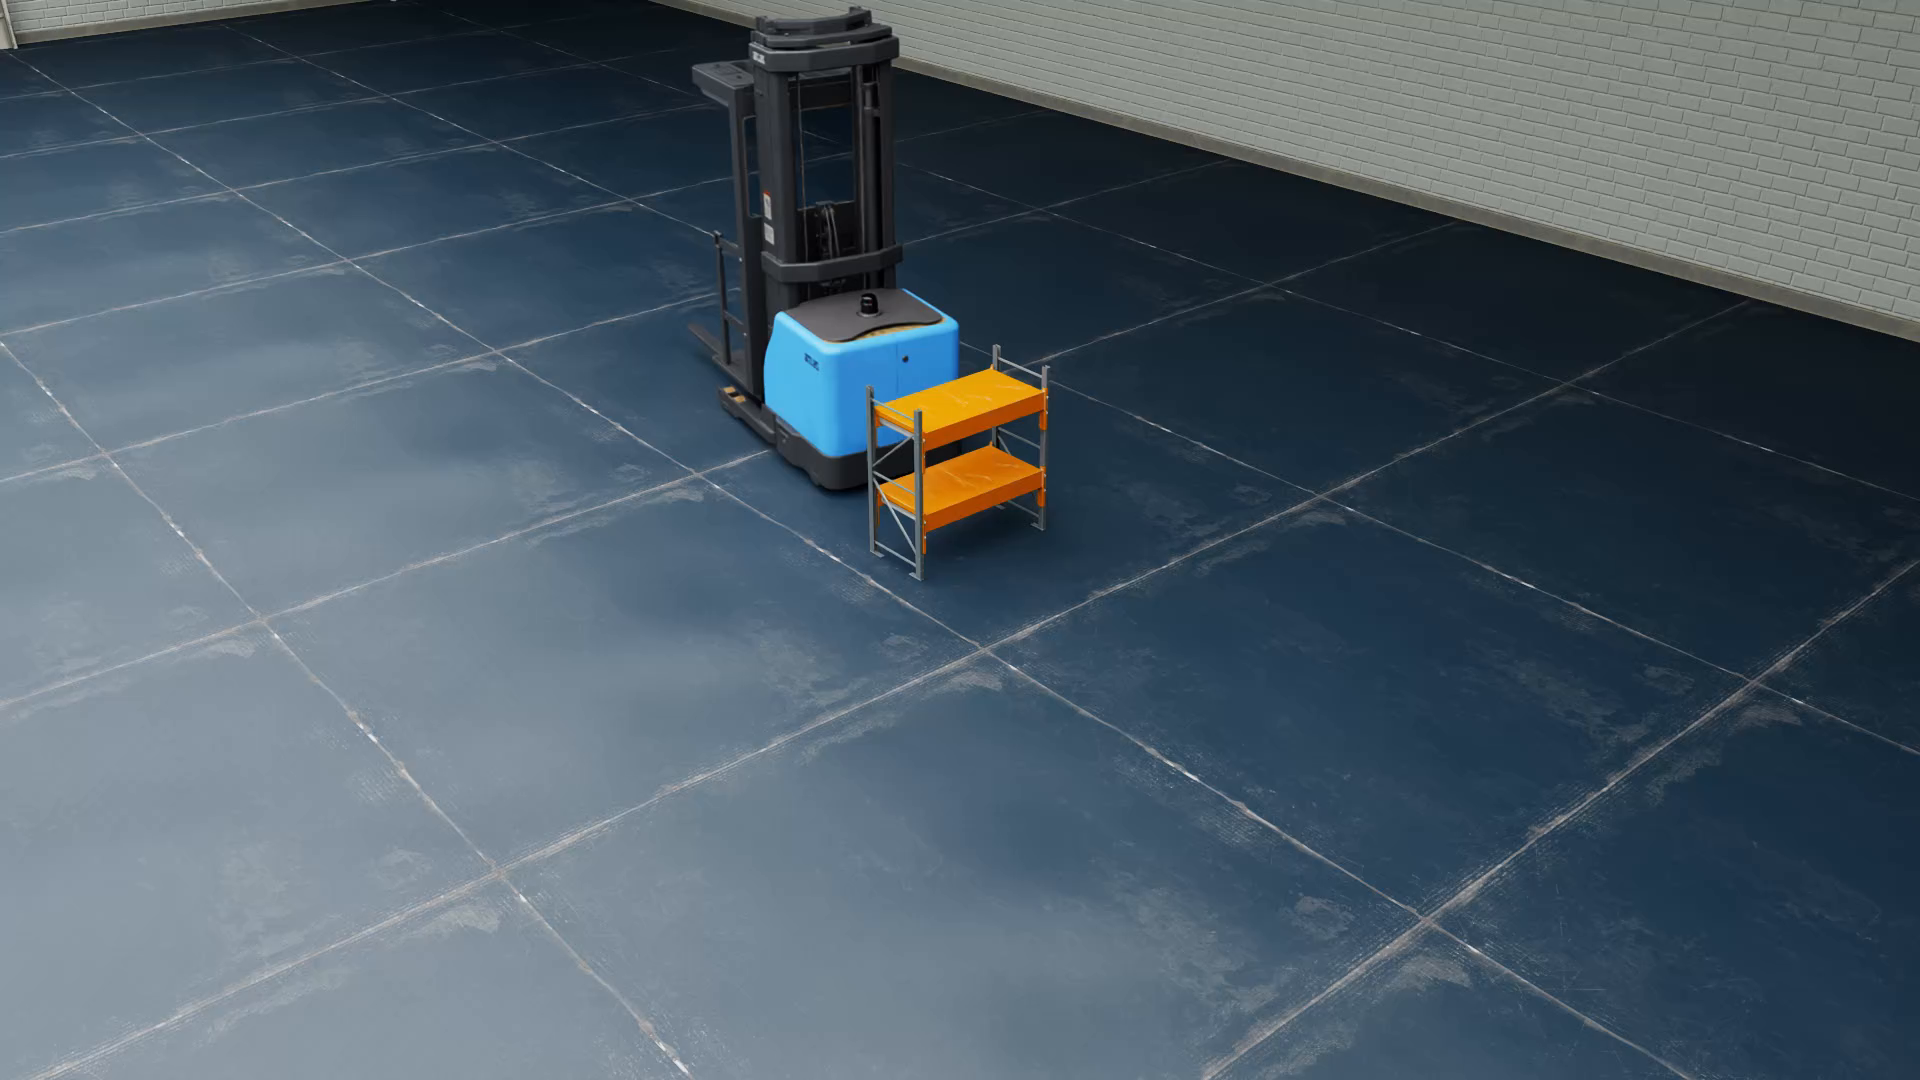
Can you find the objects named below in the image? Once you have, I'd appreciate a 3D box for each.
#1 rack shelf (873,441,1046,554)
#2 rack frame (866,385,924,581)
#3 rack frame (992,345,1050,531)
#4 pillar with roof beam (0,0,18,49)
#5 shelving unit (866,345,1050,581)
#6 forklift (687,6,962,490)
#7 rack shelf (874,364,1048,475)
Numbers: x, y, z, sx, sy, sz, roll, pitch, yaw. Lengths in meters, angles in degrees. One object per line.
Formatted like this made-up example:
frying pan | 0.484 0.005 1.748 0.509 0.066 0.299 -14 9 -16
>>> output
rack shelf | -0.005 -0.278 10.455 1.000 0.278 0.538 -22 35 -35
rack frame | -0.392 -0.339 10.048 0.032 1.125 0.500 -22 35 -35
rack frame | 0.382 -0.650 10.630 0.032 1.125 0.500 -22 35 -35
pillar with roof beam | -10.909 -9.446 18.736 0.400 9.000 9.100 -22 35 -35
shelving unit | -0.005 -0.494 10.339 1.048 1.125 0.538 -22 35 -35
forklift | -1.156 -2.287 11.778 1.130 2.935 3.031 -15 32 -26
rack shelf | -0.005 -0.752 10.201 1.000 0.278 0.538 -22 35 -35
